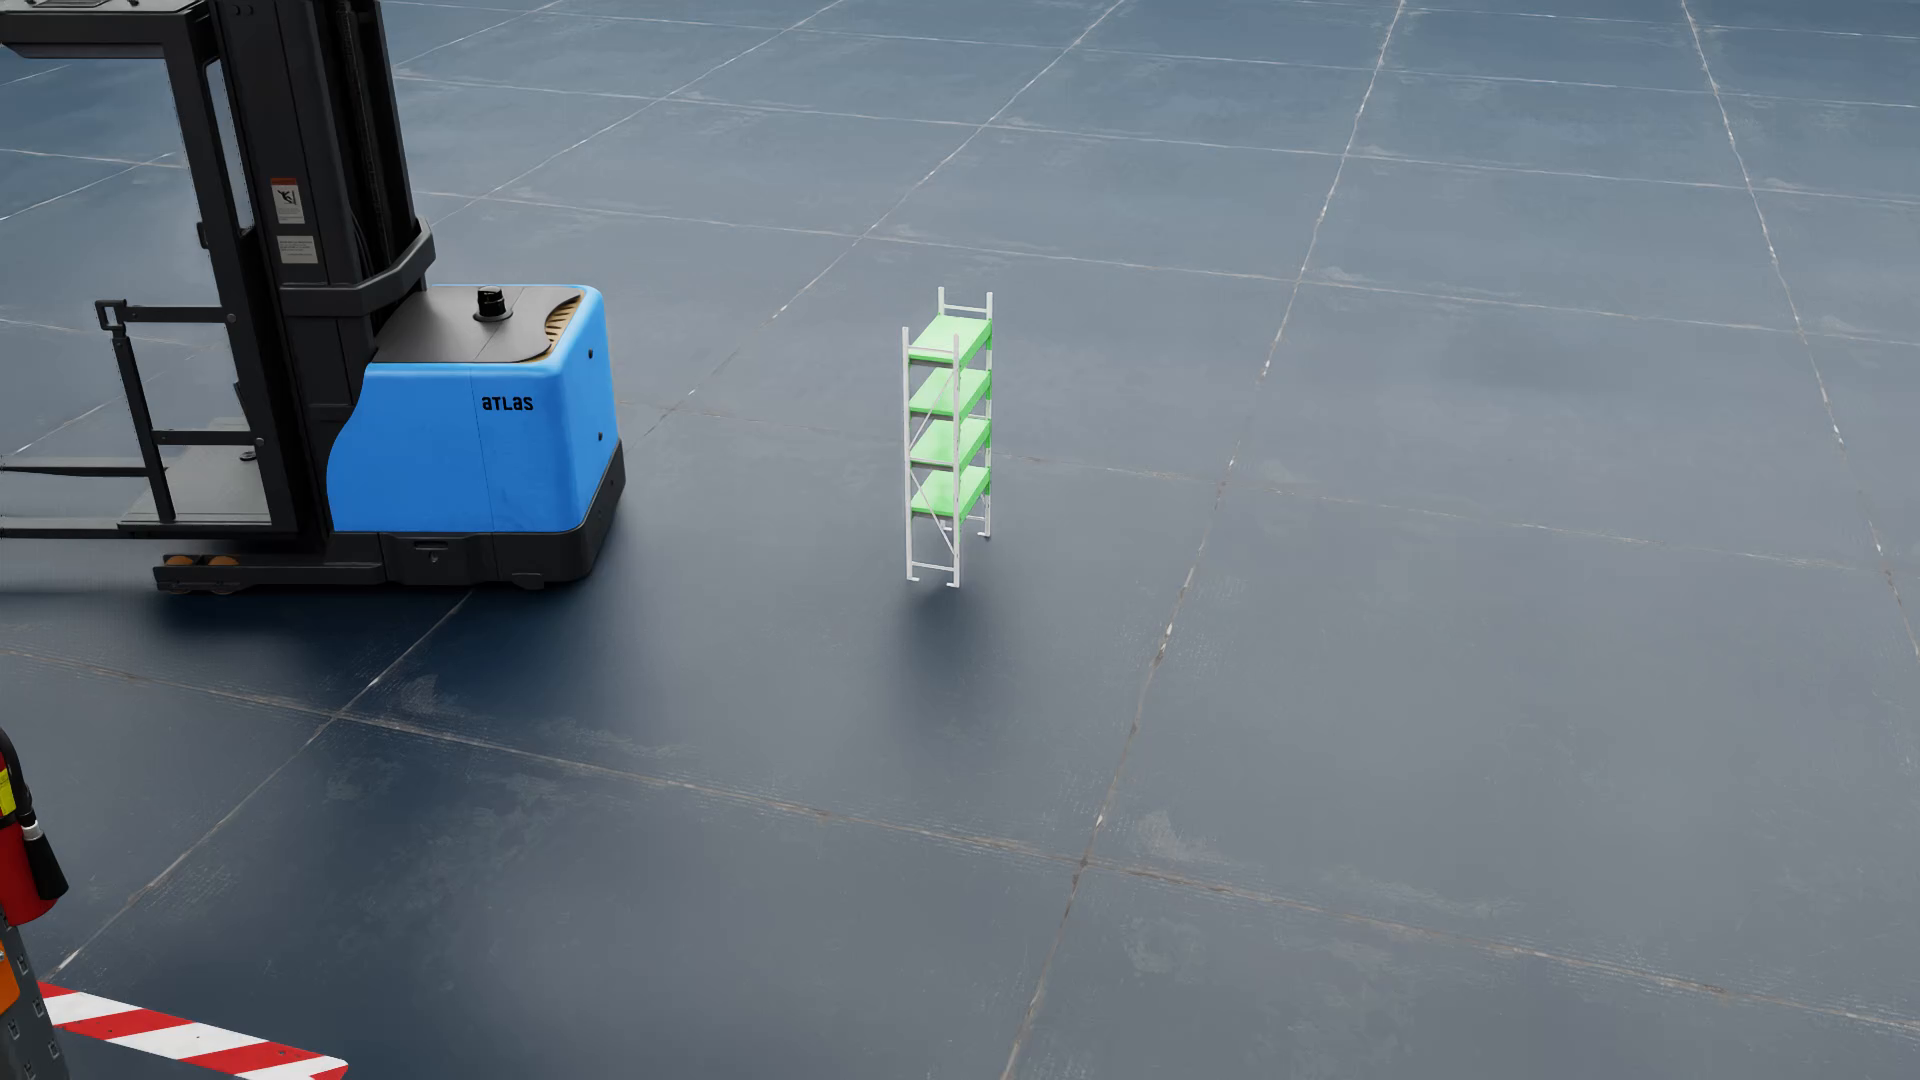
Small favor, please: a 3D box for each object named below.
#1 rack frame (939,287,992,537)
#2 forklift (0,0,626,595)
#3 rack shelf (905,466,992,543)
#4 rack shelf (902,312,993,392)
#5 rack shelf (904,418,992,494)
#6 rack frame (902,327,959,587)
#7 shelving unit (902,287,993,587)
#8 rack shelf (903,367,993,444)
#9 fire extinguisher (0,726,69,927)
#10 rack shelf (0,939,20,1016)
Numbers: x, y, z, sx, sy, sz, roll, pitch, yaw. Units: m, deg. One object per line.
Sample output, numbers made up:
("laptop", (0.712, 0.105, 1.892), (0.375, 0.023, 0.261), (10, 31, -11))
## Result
("rack frame", (0.023, -0.561, 7.524), (0.240, 1.200, 0.015), (8, 30, 15))
("forklift", (-3.147, -1.297, 7.067), (3.031, 2.935, 1.130), (0, 29, 1))
("rack shelf", (-0.049, -0.182, 7.468), (0.258, 0.148, 0.480), (8, 30, 15))
("rack shelf", (-0.049, -0.811, 7.118), (0.258, 0.148, 0.480), (8, 30, 15))
("rack shelf", (-0.049, -0.392, 7.351), (0.258, 0.148, 0.480), (8, 30, 15))
("rack frame", (-0.120, -0.334, 7.116), (0.240, 1.200, 0.015), (8, 30, 15))
("shelving unit", (-0.049, -0.447, 7.320), (0.258, 1.200, 0.503), (8, 30, 15))
("rack shelf", (-0.049, -0.601, 7.234), (0.258, 0.148, 0.480), (8, 30, 15))
("fire extinguisher", (-2.203, 0.560, 3.737), (0.296, 0.674, 0.183), (8, 30, 15))
("rack shelf", (-3.264, 1.757, 2.245), (1.077, 0.370, 4.000), (8, 30, 15))
